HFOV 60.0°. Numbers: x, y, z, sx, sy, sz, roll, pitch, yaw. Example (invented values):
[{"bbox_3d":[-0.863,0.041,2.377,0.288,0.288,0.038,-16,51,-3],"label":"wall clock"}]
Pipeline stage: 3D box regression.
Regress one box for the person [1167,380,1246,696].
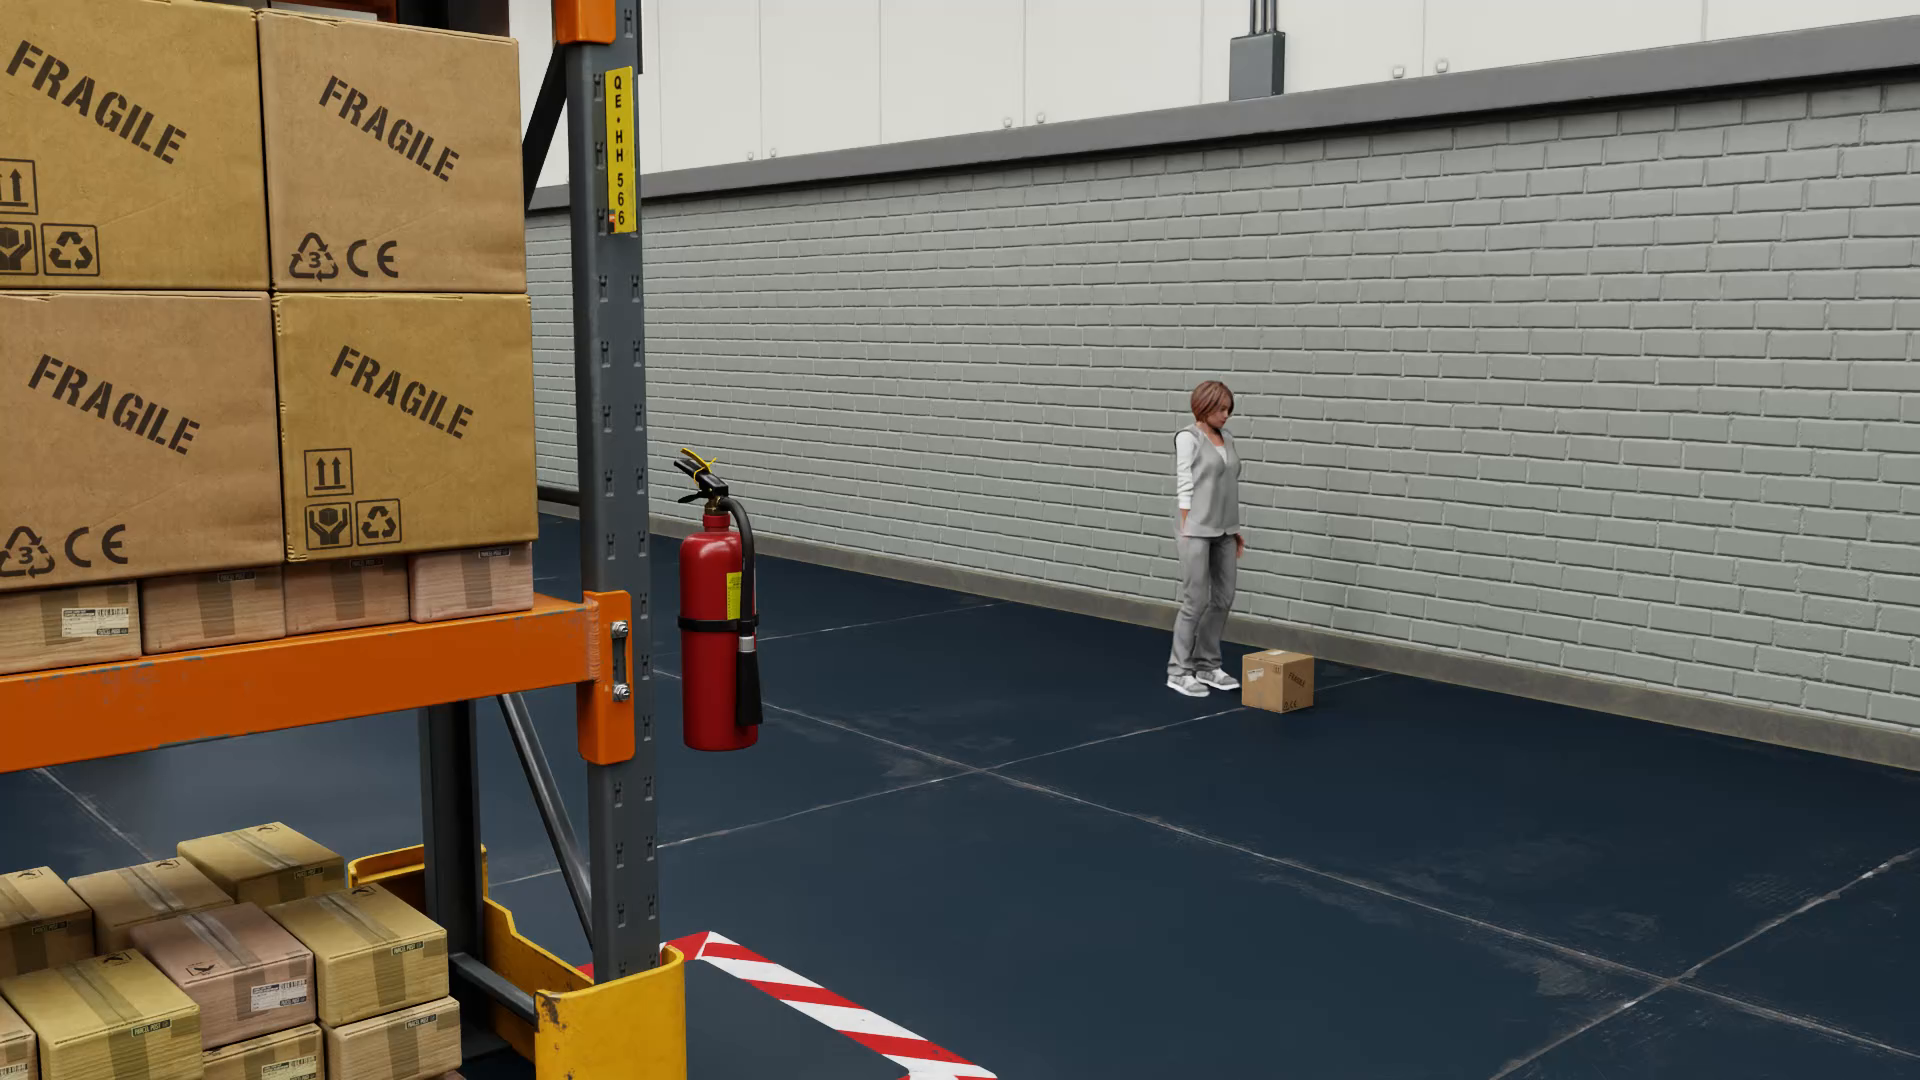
[{"bbox_3d":[1.269,-0.011,8.498,0.407,1.592,0.300,-6,10,-40],"label":"person"}]
